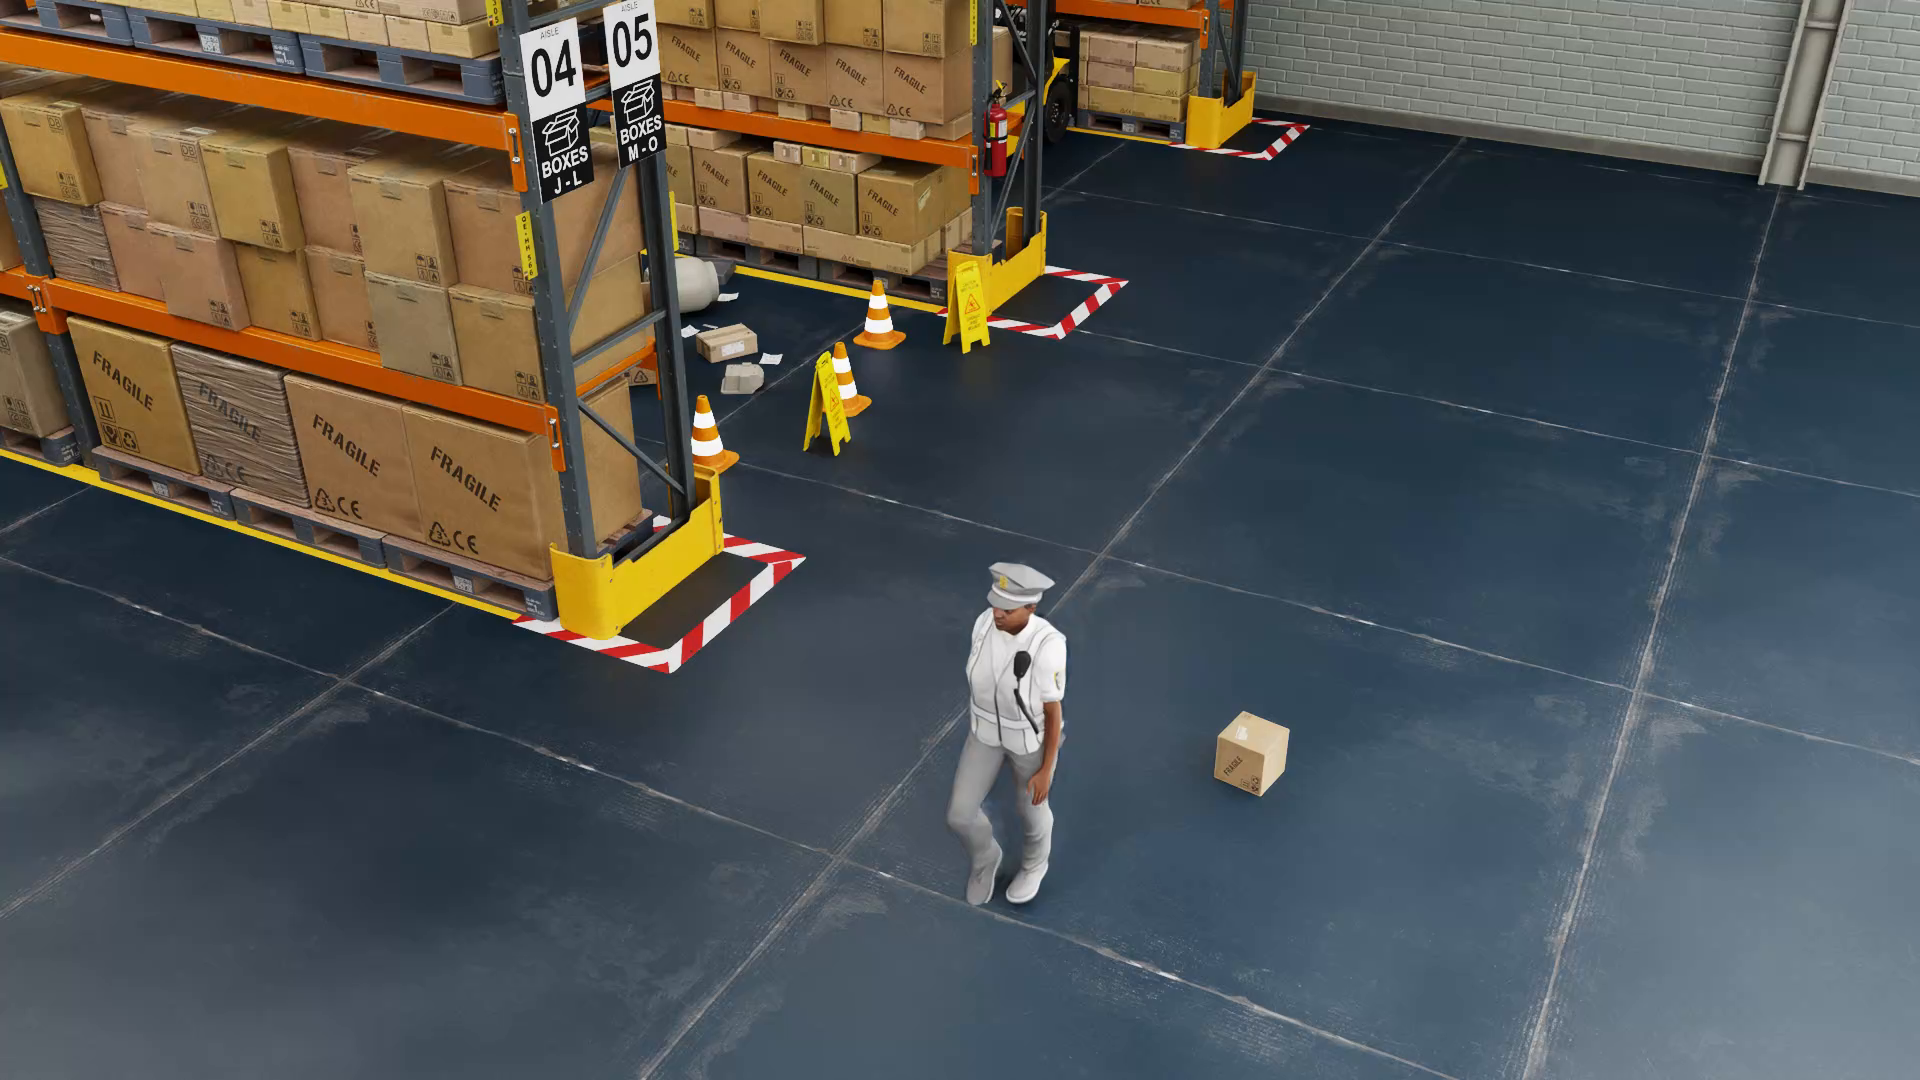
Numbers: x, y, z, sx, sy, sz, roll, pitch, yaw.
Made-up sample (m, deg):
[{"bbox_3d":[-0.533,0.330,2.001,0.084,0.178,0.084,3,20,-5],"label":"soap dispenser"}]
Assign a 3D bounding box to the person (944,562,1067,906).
[{"bbox_3d":[0.215,0.847,6.824,0.464,1.743,0.481,16,34,25],"label":"person"}]
